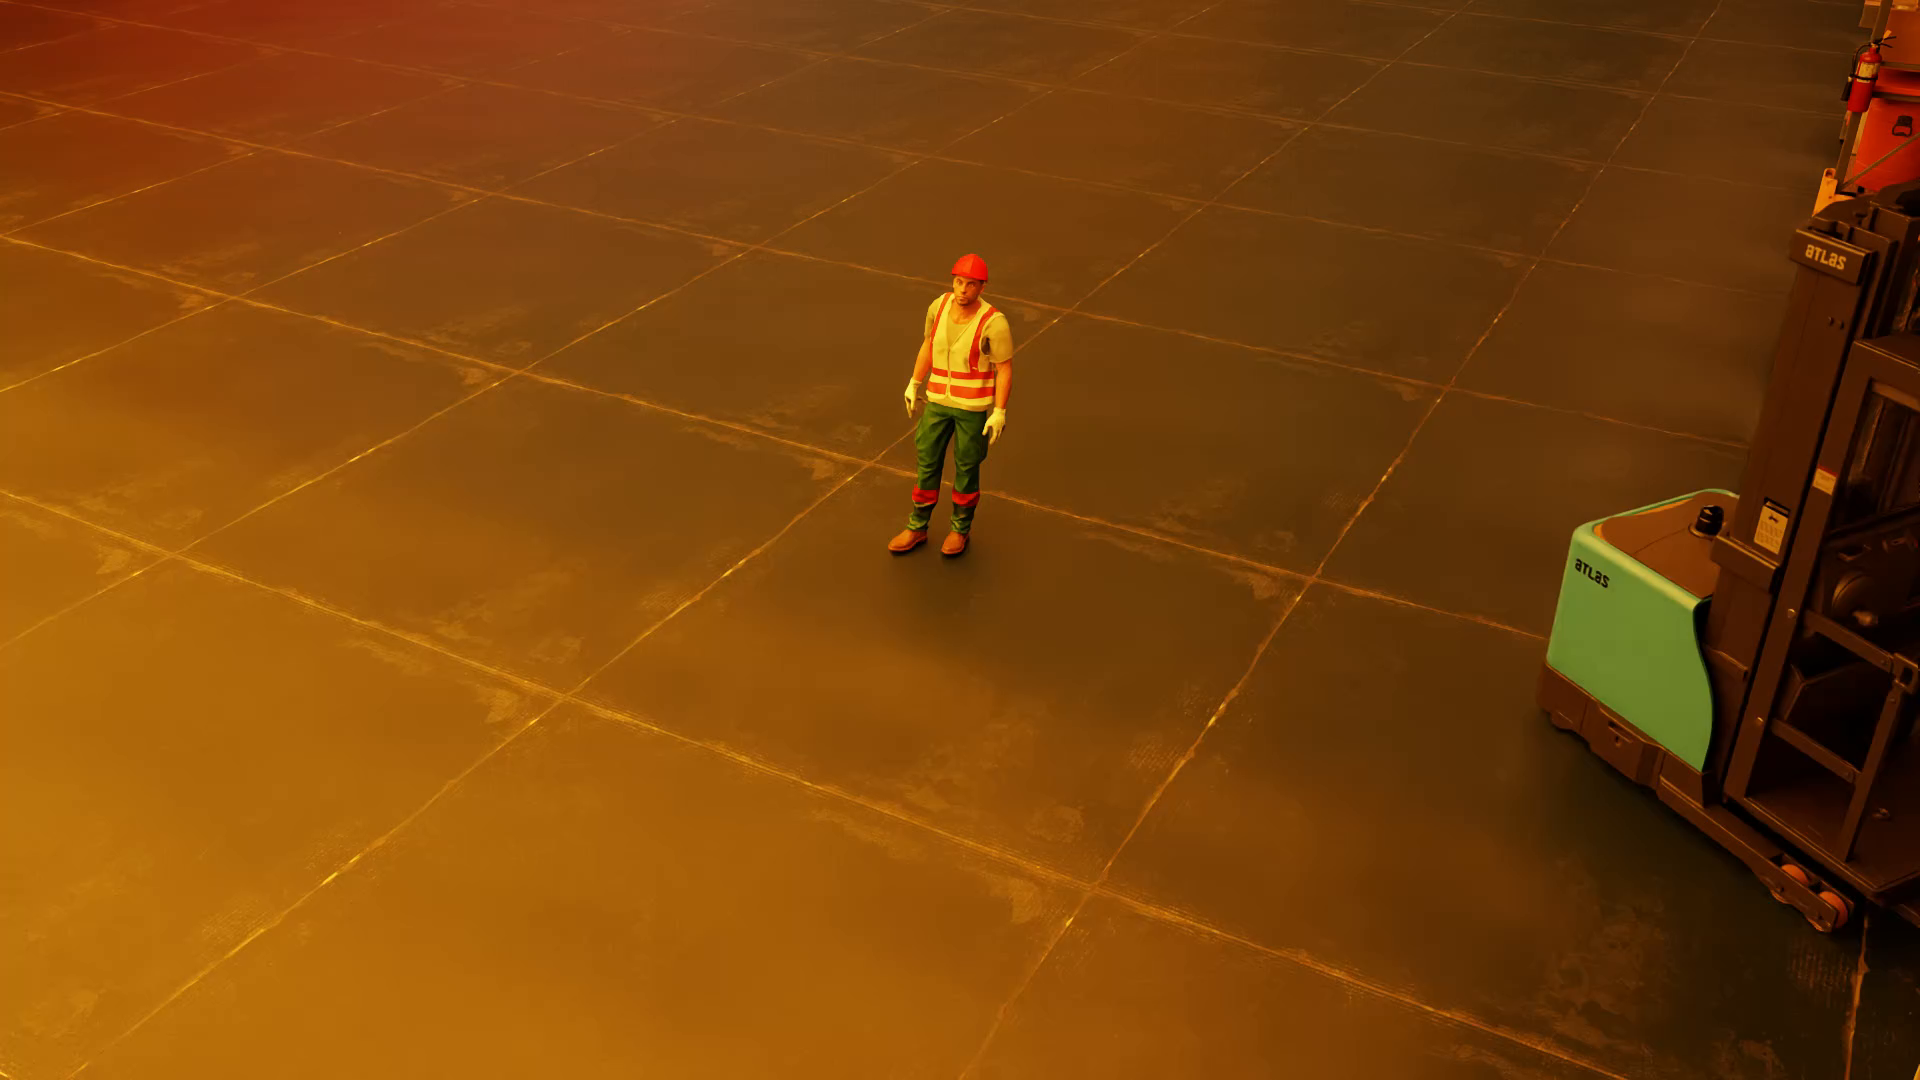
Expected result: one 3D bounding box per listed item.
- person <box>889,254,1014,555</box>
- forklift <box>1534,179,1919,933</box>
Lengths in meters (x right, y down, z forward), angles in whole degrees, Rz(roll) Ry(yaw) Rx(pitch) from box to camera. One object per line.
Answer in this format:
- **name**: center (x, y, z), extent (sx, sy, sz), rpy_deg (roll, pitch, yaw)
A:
- **person**: center (-0.049, -0.749, 9.497), extent (0.637, 1.787, 0.564), rpy_deg (15, 33, 25)
- **forklift**: center (4.022, 0.149, 6.812), extent (1.130, 2.935, 3.031), rpy_deg (-14, 33, -22)
